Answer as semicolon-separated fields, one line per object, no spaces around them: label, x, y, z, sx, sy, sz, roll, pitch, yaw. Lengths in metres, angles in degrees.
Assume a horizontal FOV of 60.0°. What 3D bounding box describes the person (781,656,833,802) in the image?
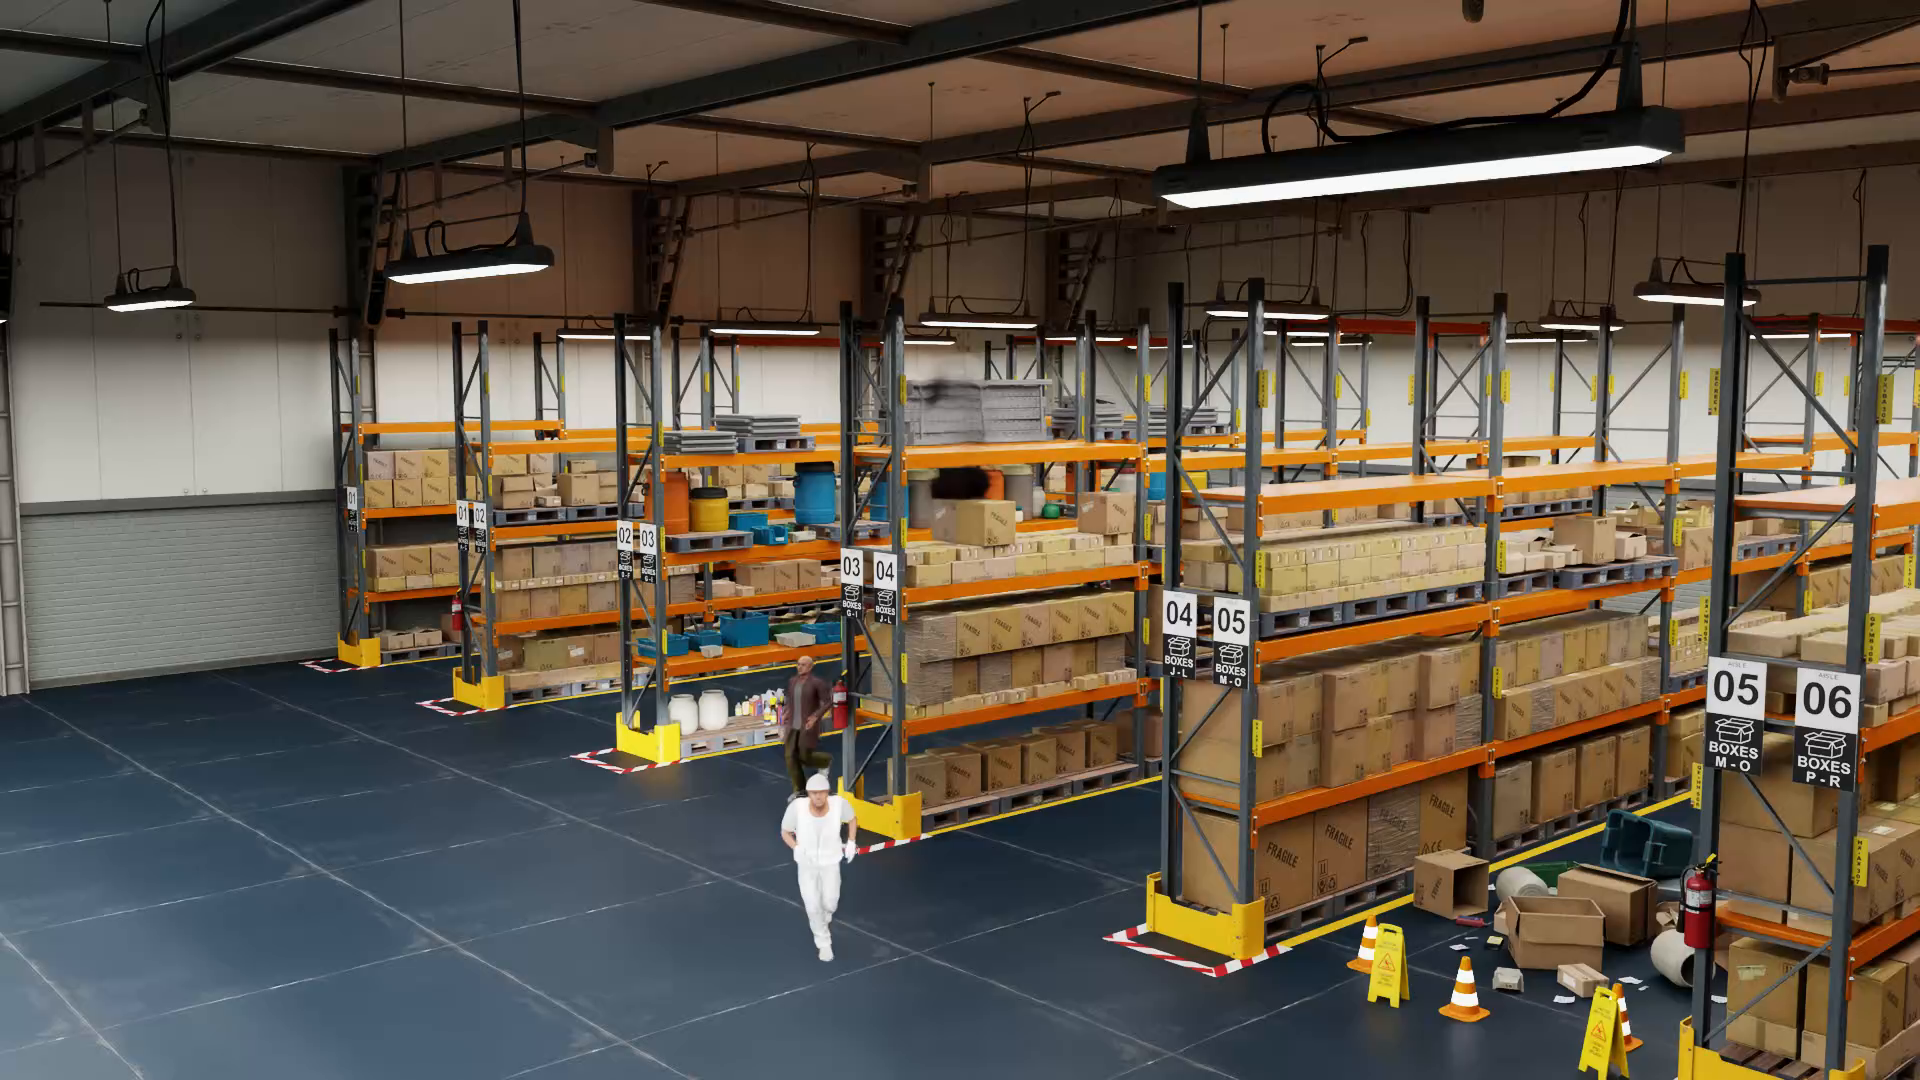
person;-1.899;2.290;20.465;0.712;1.754;0.803;3;6;29

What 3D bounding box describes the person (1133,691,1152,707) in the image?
person;2.798;1.858;25.308;0.585;1.647;0.605;5;8;42

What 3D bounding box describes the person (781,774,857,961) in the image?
person;-1.253;2.872;14.822;0.675;1.705;0.769;0;6;-2
